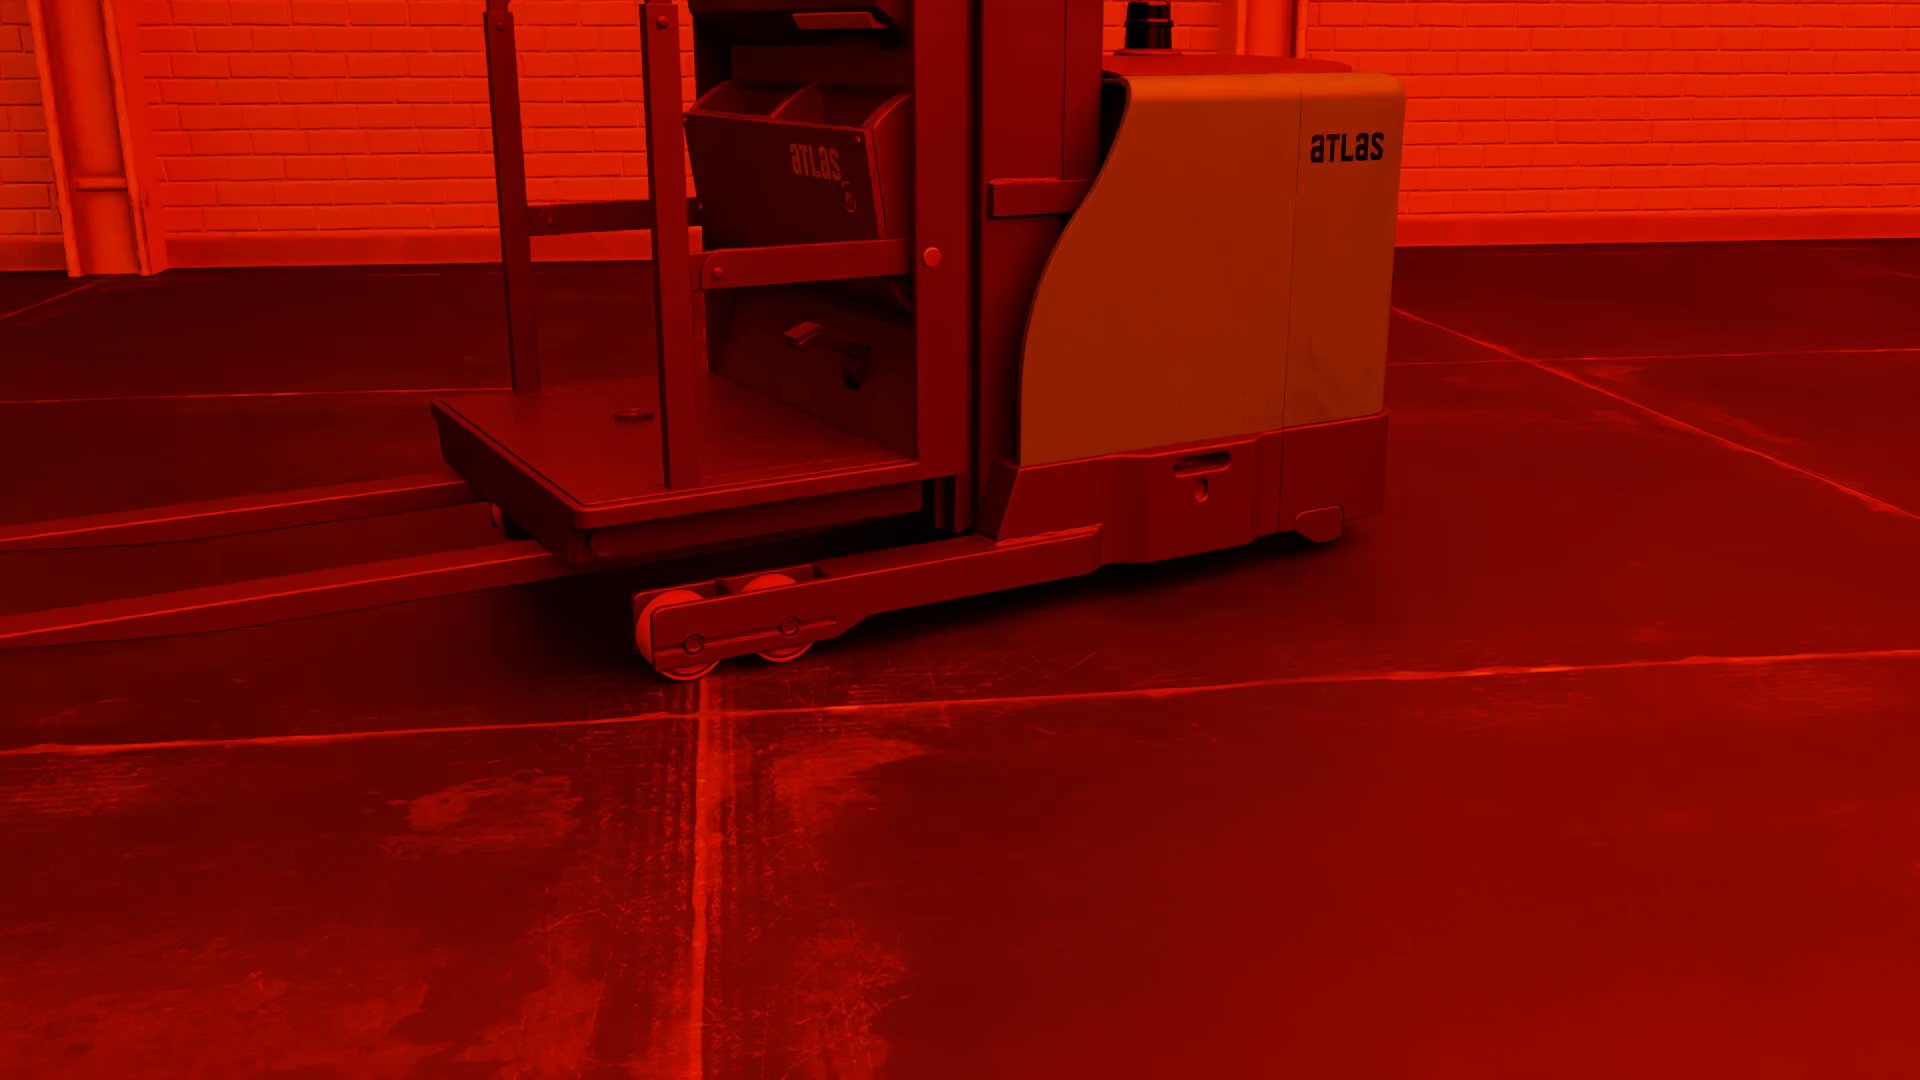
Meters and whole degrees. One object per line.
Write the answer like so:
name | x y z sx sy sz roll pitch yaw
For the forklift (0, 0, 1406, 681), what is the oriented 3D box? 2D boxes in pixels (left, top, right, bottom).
forklift | -0.526 -1.315 3.251 3.031 2.935 1.130 -10 19 -29
